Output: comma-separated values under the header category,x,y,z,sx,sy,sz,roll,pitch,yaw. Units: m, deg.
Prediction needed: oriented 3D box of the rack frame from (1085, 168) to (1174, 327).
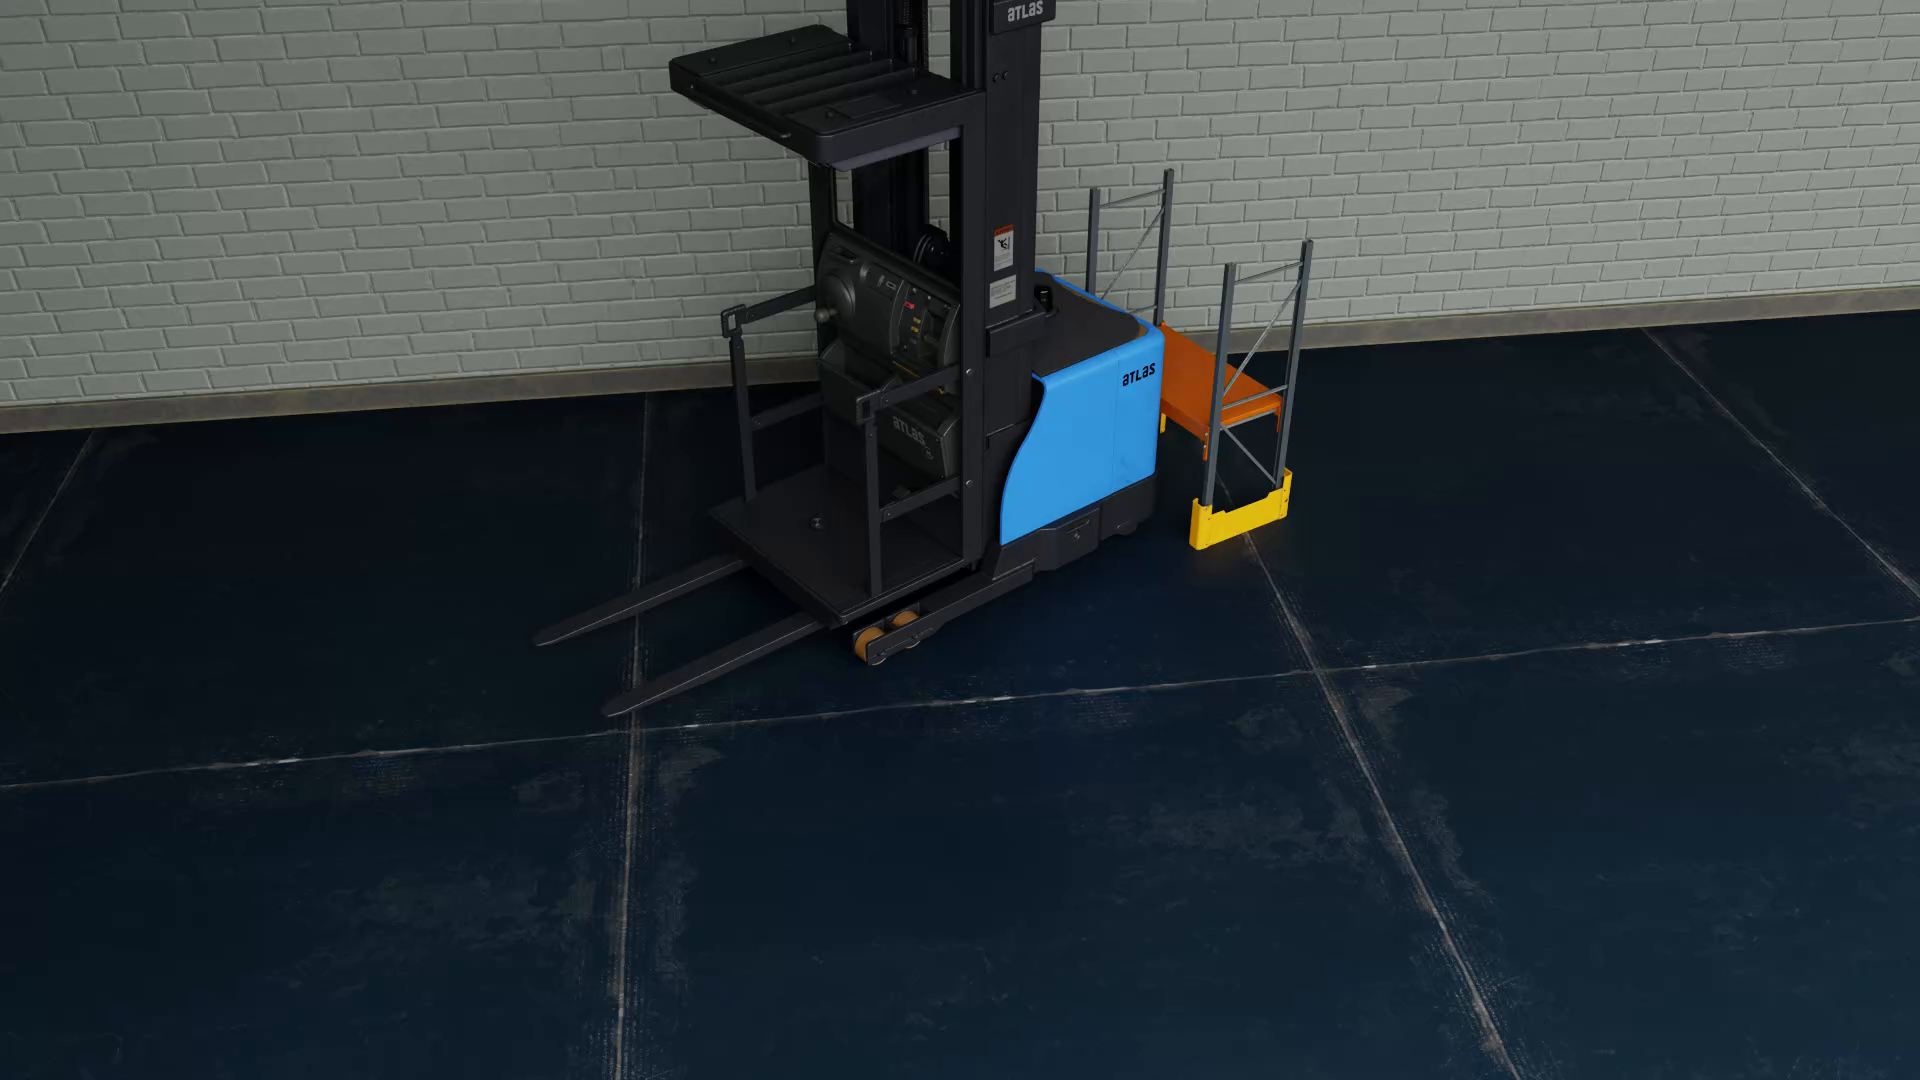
category,x,y,z,sx,sy,sz,roll,pitch,yaw
rack frame,0.851,-1.159,8.618,0.500,1.500,0.032,-20,39,-26

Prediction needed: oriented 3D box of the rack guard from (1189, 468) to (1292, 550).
category,x,y,z,sx,sy,sz,roll,pitch,yaw
rack guard,1.395,-0.159,8.262,0.587,0.250,0.087,-20,39,-26

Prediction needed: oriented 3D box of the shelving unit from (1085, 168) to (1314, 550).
category,x,y,z,sx,sy,sz,roll,pitch,yaw
shelving unit,1.128,-0.912,8.257,0.587,1.500,1.083,-20,39,-26

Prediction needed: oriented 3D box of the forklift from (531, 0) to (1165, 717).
category,x,y,z,sx,sy,sz,roll,pitch,yaw
forklift,-0.482,-0.989,7.099,3.031,2.935,1.130,-25,41,-32

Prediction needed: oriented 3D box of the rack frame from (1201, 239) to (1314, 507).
category,x,y,z,sx,sy,sz,roll,pitch,yaw
rack frame,1.396,-0.675,7.909,0.500,1.500,0.032,-20,39,-26

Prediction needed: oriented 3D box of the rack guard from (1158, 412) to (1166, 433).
category,x,y,z,sx,sy,sz,roll,pitch,yaw
rack guard,0.862,-0.633,8.957,0.587,0.250,0.087,-20,39,-26

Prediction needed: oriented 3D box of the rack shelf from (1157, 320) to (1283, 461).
category,x,y,z,sx,sy,sz,roll,pitch,yaw
rack shelf,1.123,-0.768,8.365,0.538,0.185,1.000,-20,39,-26
